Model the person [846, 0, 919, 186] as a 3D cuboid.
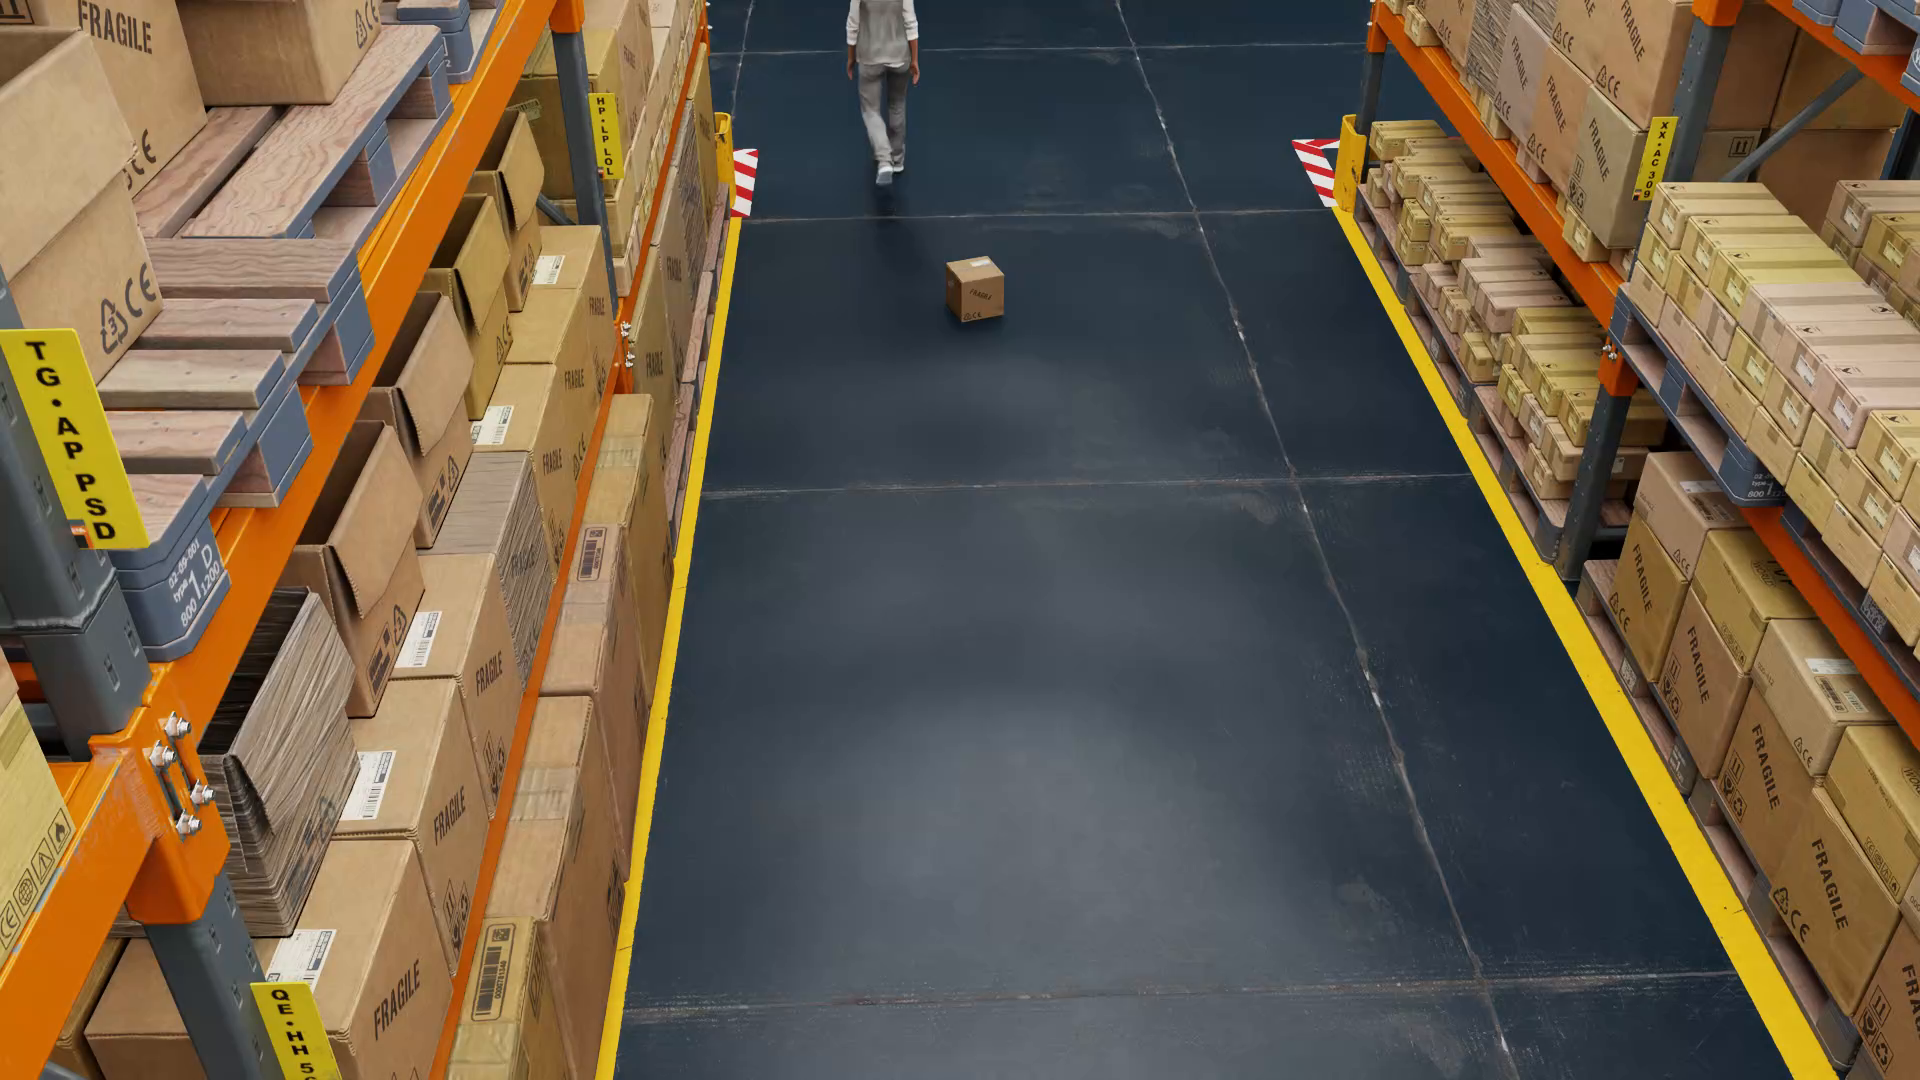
[{"bbox_3d":[-0.469,-2.942,10.226,0.437,1.569,0.785,-7,36,-9],"label":"person"}]
